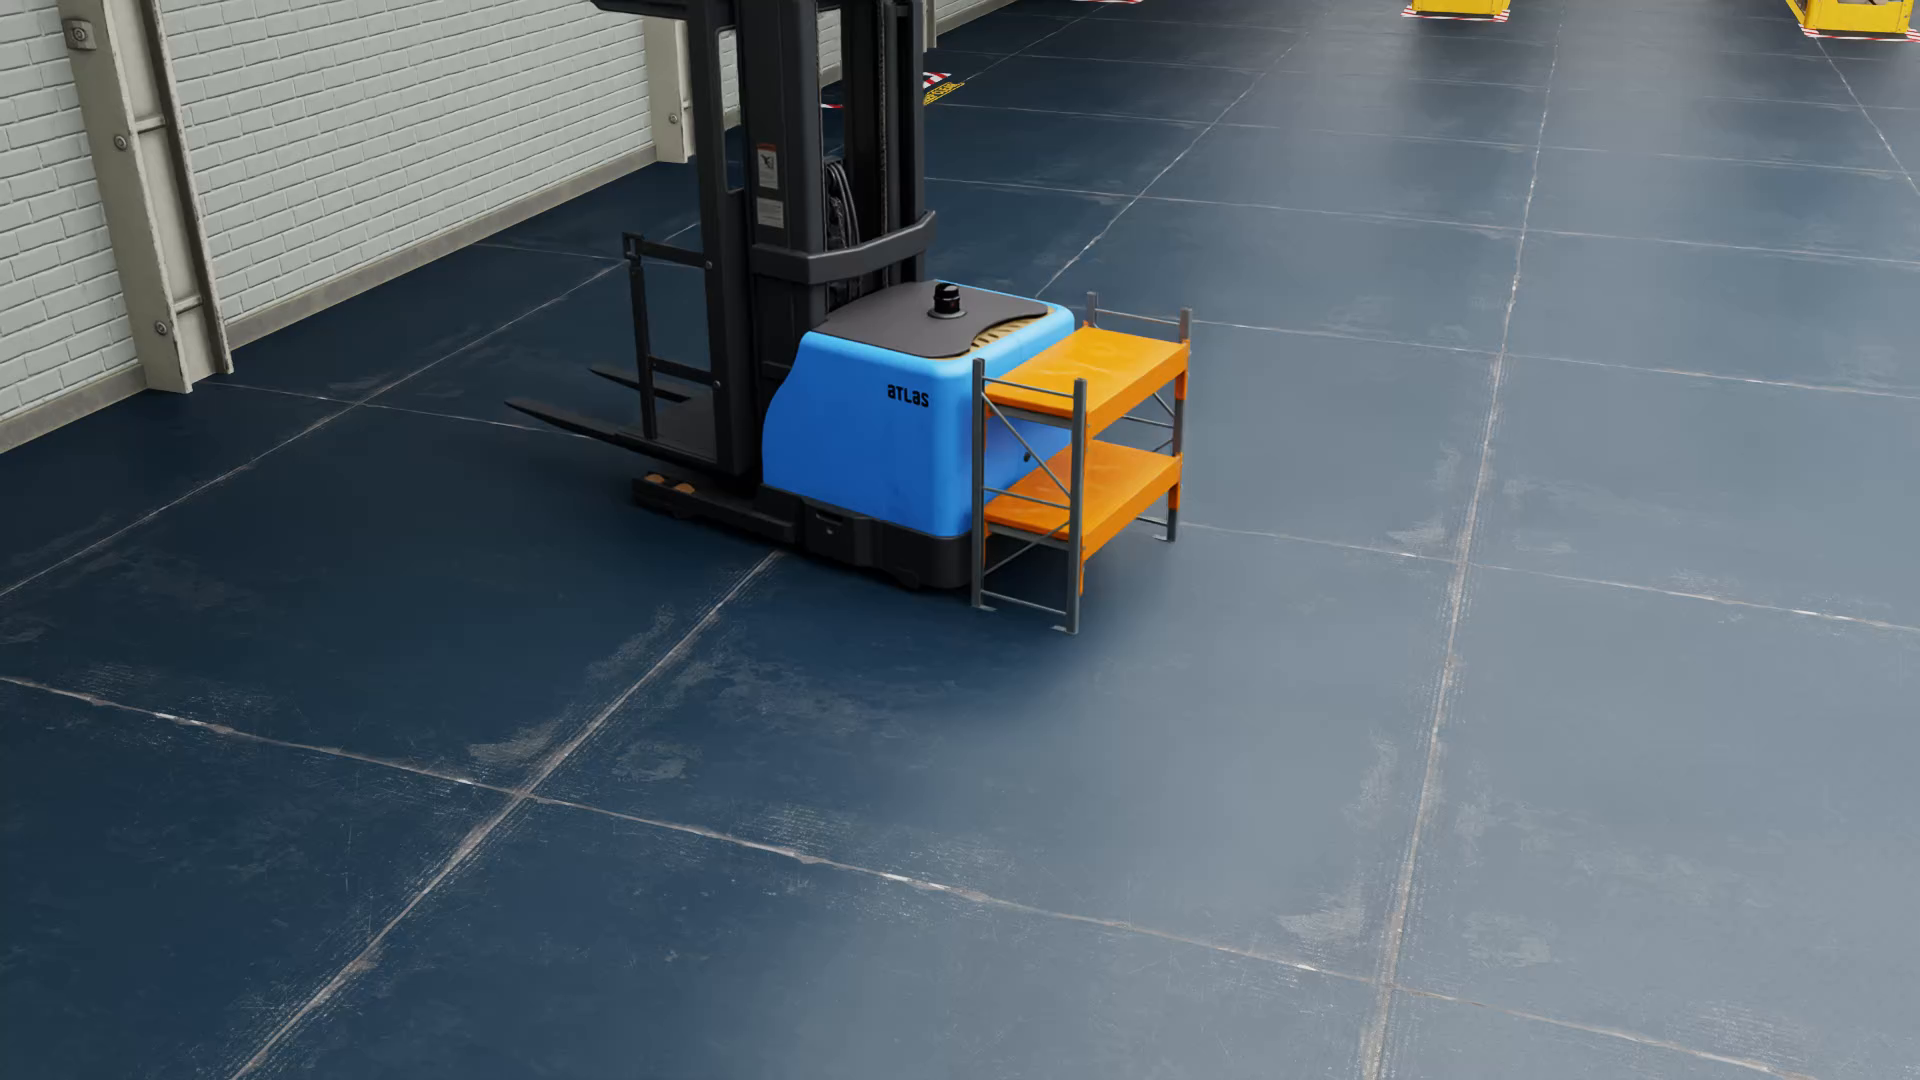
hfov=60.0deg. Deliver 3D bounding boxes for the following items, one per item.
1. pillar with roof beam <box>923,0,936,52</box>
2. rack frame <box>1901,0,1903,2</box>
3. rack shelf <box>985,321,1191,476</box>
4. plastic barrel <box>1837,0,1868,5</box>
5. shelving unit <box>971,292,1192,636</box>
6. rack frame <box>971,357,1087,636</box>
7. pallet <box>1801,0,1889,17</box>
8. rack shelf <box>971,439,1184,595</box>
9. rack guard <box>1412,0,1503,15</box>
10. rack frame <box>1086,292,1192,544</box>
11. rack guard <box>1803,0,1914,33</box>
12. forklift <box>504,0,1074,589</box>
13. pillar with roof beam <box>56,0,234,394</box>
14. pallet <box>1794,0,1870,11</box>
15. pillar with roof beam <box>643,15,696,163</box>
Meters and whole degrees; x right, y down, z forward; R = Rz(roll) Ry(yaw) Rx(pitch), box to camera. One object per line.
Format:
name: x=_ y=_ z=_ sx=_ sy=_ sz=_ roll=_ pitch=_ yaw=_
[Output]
pillar with roof beam: x=3.566 y=-9.295 z=16.621 sx=9.100 sy=9.000 sz=0.400 roll=9 pitch=27 yaw=17
rack frame: x=11.428 y=-7.835 z=20.489 sx=1.000 sy=3.000 sz=0.127 roll=9 pitch=27 yaw=17
rack shelf: x=0.531 y=-0.623 z=7.074 sx=0.538 sy=0.278 sz=1.000 roll=14 pitch=29 yaw=27
plastic barrel: x=11.575 y=-7.186 z=21.522 sx=0.421 sy=0.512 sz=0.421 roll=0 pitch=26 yaw=0
shelving unit: x=0.531 y=-0.359 z=7.202 sx=0.538 sy=1.125 sz=1.048 roll=14 pitch=29 yaw=27
rack frame: x=0.272 y=-0.169 z=6.808 sx=0.500 sy=1.125 sz=0.032 roll=14 pitch=29 yaw=27
pallet: x=11.684 y=-6.951 z=21.864 sx=1.003 sy=0.211 sz=1.213 roll=9 pitch=27 yaw=17
rack shelf: x=0.531 y=-0.139 z=7.308 sx=0.538 sy=0.278 sz=1.000 roll=14 pitch=29 yaw=27
rack guard: x=6.750 y=-7.420 z=22.501 sx=1.175 sy=0.500 sz=0.348 roll=9 pitch=27 yaw=17
rack frame: x=0.790 y=-0.550 z=7.595 sx=0.500 sy=1.125 sz=0.032 roll=14 pitch=29 yaw=27
rack guard: x=11.409 y=-6.748 z=21.113 sx=1.175 sy=0.500 sz=0.348 roll=9 pitch=27 yaw=17
forklift: x=-0.972 y=-1.592 z=7.674 sx=3.031 sy=2.935 sz=1.130 roll=17 pitch=31 yaw=31
pillar with roof beam: x=-0.427 y=-4.363 z=6.436 sx=9.100 sy=9.000 sz=0.400 roll=9 pitch=27 yaw=17
pallet: x=12.092 y=-7.450 z=22.896 sx=1.003 sy=0.211 sz=1.213 roll=9 pitch=27 yaw=17
pillar with roof beam: x=1.569 y=-6.829 z=11.528 sx=9.100 sy=9.000 sz=0.400 roll=9 pitch=27 yaw=17
